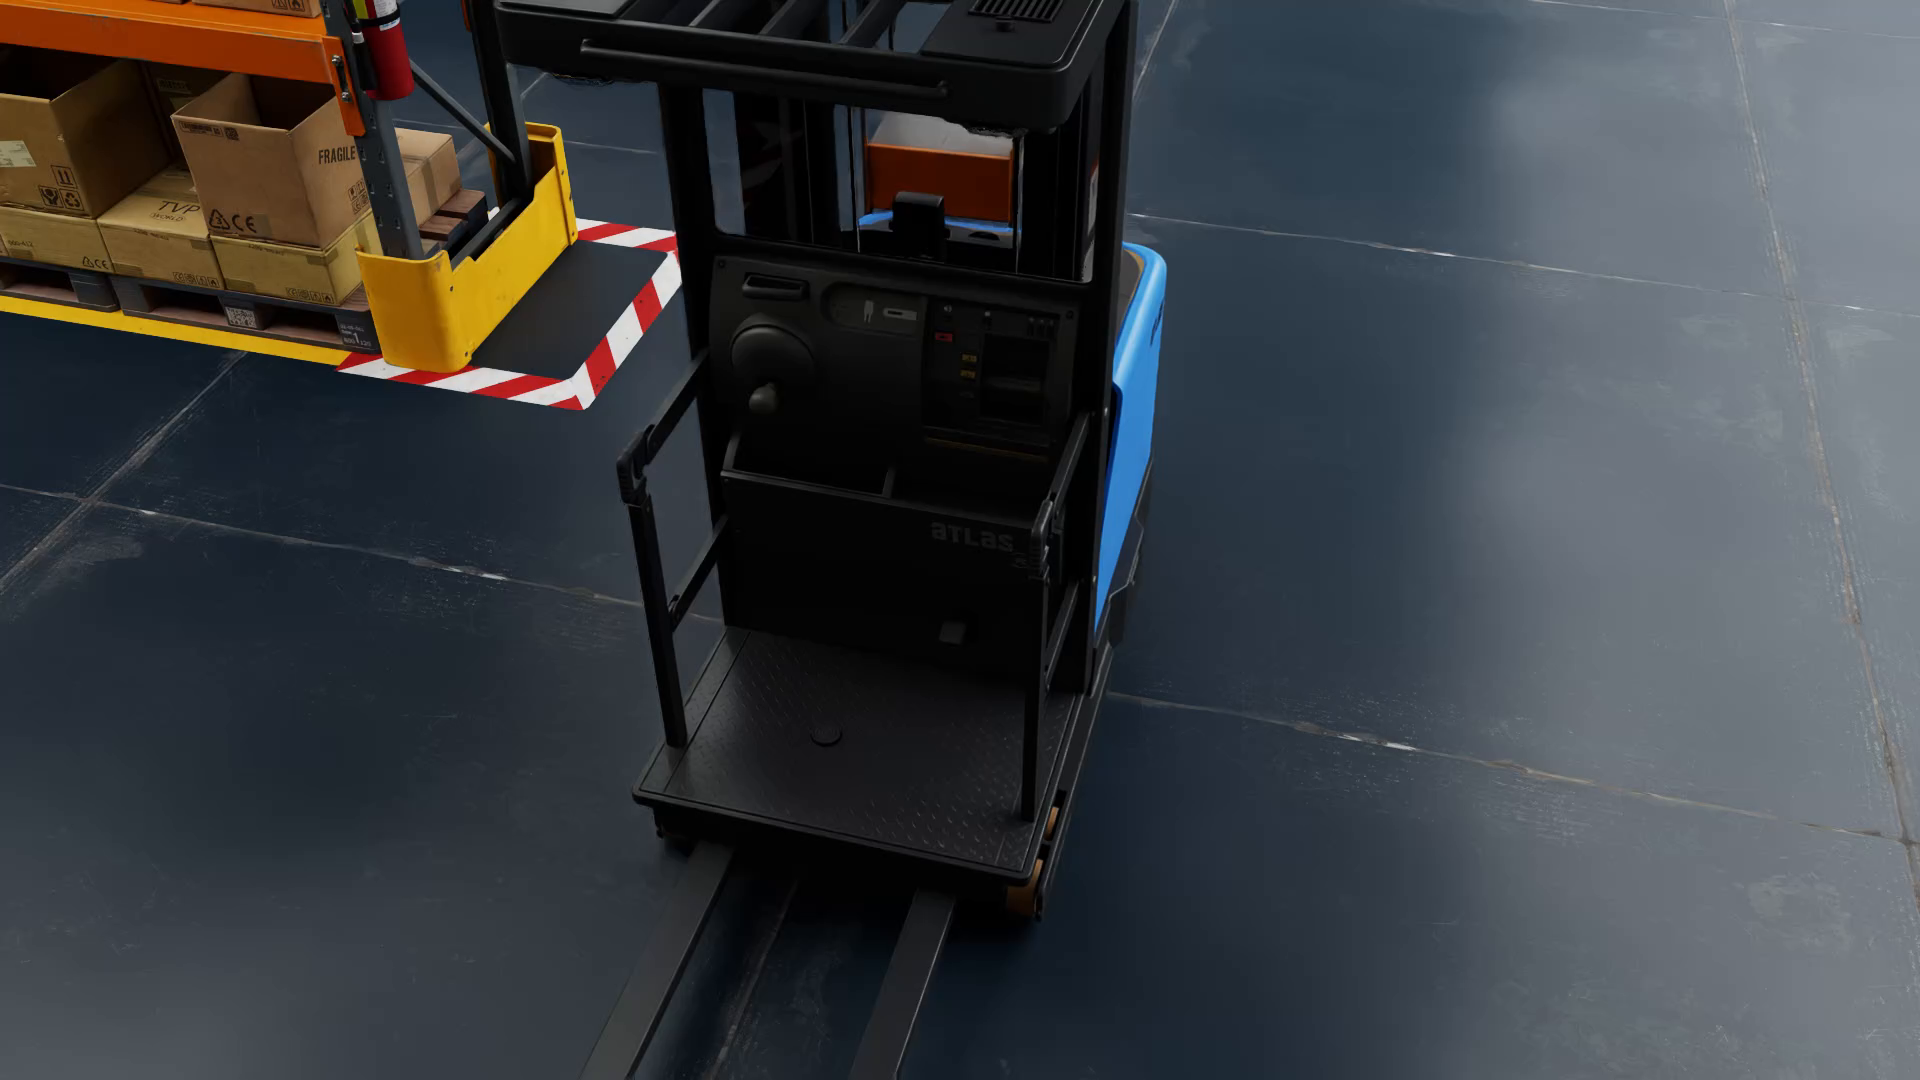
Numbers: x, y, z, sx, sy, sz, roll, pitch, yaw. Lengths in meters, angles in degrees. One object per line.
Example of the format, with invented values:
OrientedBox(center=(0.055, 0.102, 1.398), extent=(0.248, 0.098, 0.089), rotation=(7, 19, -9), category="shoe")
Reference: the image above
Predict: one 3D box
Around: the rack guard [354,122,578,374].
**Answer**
OrientedBox(center=(-1.989, -1.226, 6.821), extent=(0.348, 0.500, 1.175), rotation=(10, 41, 11), category="rack guard")

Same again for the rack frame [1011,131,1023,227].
OrientedBox(center=(0.215, -1.158, 5.496), extent=(0.015, 2.100, 0.400), rotation=(8, 41, 10), category="rack frame")

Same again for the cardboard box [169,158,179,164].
OrientedBox(center=(-3.440, -1.687, 7.237), extent=(0.500, 0.250, 0.500), rotation=(10, 41, 11), category="cardboard box")

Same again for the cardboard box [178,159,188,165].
OrientedBox(center=(-2.957, -1.603, 7.138), extent=(0.500, 0.250, 0.500), rotation=(10, 41, 11), category="cardboard box")

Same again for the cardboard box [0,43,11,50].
OrientedBox(center=(-4.060, -1.728, 6.703), extent=(0.500, 0.500, 0.500), rotation=(10, 41, 11), category="cardboard box")

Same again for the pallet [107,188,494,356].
OrientedBox(center=(-2.762, -1.220, 7.039), extent=(1.213, 0.211, 1.003), rotation=(10, 41, 11), category="pallet")

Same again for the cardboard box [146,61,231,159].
OrientedBox(center=(-2.956, -1.891, 6.898), extent=(0.500, 0.500, 0.500), rotation=(10, 41, 11), category="cardboard box")

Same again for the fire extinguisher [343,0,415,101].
OrientedBox(center=(-2.018, -1.849, 5.680), extent=(0.183, 0.674, 0.296), rotation=(10, 41, 11), category="fire extinguisher")

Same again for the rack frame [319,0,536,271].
OrientedBox(center=(-2.012, -2.187, 6.022), extent=(0.127, 3.000, 1.000), rotation=(10, 41, 11), category="rack frame")

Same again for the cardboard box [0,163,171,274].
OrientedBox(center=(-3.576, -1.358, 6.846), extent=(0.500, 0.250, 0.500), rotation=(10, 41, 11), category="cardboard box")

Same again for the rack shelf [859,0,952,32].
OrientedBox(center=(-0.024, -1.718, 5.095), extent=(0.480, 0.518, 0.431), rotation=(8, 41, 10), category="rack shelf")

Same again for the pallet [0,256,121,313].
OrientedBox(center=(-3.937, -1.425, 7.282), extent=(1.213, 0.211, 1.003), rotation=(10, 41, 11), category="pallet")

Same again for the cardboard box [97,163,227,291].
OrientedBox(center=(-3.093, -1.276, 6.749), extent=(0.500, 0.250, 0.500), rotation=(10, 41, 11), category="cardboard box")

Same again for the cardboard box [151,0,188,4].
OrientedBox(center=(-2.969, -2.395, 6.192), extent=(0.500, 0.500, 0.700), rotation=(11, 41, 13), category="cardboard box")

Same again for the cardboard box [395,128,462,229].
OrientedBox(center=(-2.473, -1.522, 7.042), extent=(0.500, 0.250, 0.500), rotation=(10, 41, 11), category="cardboard box")

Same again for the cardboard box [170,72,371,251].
OrientedBox(center=(-2.607, -1.486, 6.416), extent=(0.500, 0.500, 0.500), rotation=(10, 41, 11), category="cardboard box")

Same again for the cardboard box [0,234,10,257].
OrientedBox(center=(-4.059, -1.443, 6.947), extent=(0.500, 0.250, 0.500), rotation=(10, 41, 11), category="cardboard box")

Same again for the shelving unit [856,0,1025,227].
OrientedBox(center=(-0.024, -1.192, 5.537), extent=(0.503, 2.100, 0.431), rotation=(8, 41, 10), category="shelving unit")

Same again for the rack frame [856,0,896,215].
OrientedBox(center=(-0.262, -1.226, 5.577), extent=(0.015, 2.100, 0.400), rotation=(8, 41, 10), category="rack frame")

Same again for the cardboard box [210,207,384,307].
OrientedBox(center=(-2.607, -1.201, 6.659), extent=(0.500, 0.250, 0.500), rotation=(10, 41, 11), category="cardboard box")

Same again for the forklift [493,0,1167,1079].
OrientedBox(center=(-0.226, -0.381, 3.925), extent=(1.130, 2.935, 3.031), rotation=(10, 41, 12), category="forklift")

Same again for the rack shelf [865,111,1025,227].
OrientedBox(center=(-0.024, -1.182, 5.545), extent=(0.480, 0.518, 0.431), rotation=(8, 41, 10), category="rack shelf")

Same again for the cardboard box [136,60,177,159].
OrientedBox(center=(-3.443, -1.967, 6.988), extent=(0.500, 0.500, 0.500), rotation=(10, 41, 11), category="cardboard box")

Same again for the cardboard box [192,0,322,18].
OrientedBox(center=(-2.460, -2.311, 6.092), extent=(0.500, 0.500, 0.700), rotation=(10, 41, 11), category="cardboard box")

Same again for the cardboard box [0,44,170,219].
OrientedBox(center=(-3.577, -1.644, 6.603), extent=(0.500, 0.500, 0.500), rotation=(10, 41, 11), category="cardboard box")

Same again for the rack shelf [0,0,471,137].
OrientedBox(center=(-3.944, -2.244, 6.649), extent=(4.000, 0.370, 1.077), rotation=(10, 41, 11), category="rack shelf")
